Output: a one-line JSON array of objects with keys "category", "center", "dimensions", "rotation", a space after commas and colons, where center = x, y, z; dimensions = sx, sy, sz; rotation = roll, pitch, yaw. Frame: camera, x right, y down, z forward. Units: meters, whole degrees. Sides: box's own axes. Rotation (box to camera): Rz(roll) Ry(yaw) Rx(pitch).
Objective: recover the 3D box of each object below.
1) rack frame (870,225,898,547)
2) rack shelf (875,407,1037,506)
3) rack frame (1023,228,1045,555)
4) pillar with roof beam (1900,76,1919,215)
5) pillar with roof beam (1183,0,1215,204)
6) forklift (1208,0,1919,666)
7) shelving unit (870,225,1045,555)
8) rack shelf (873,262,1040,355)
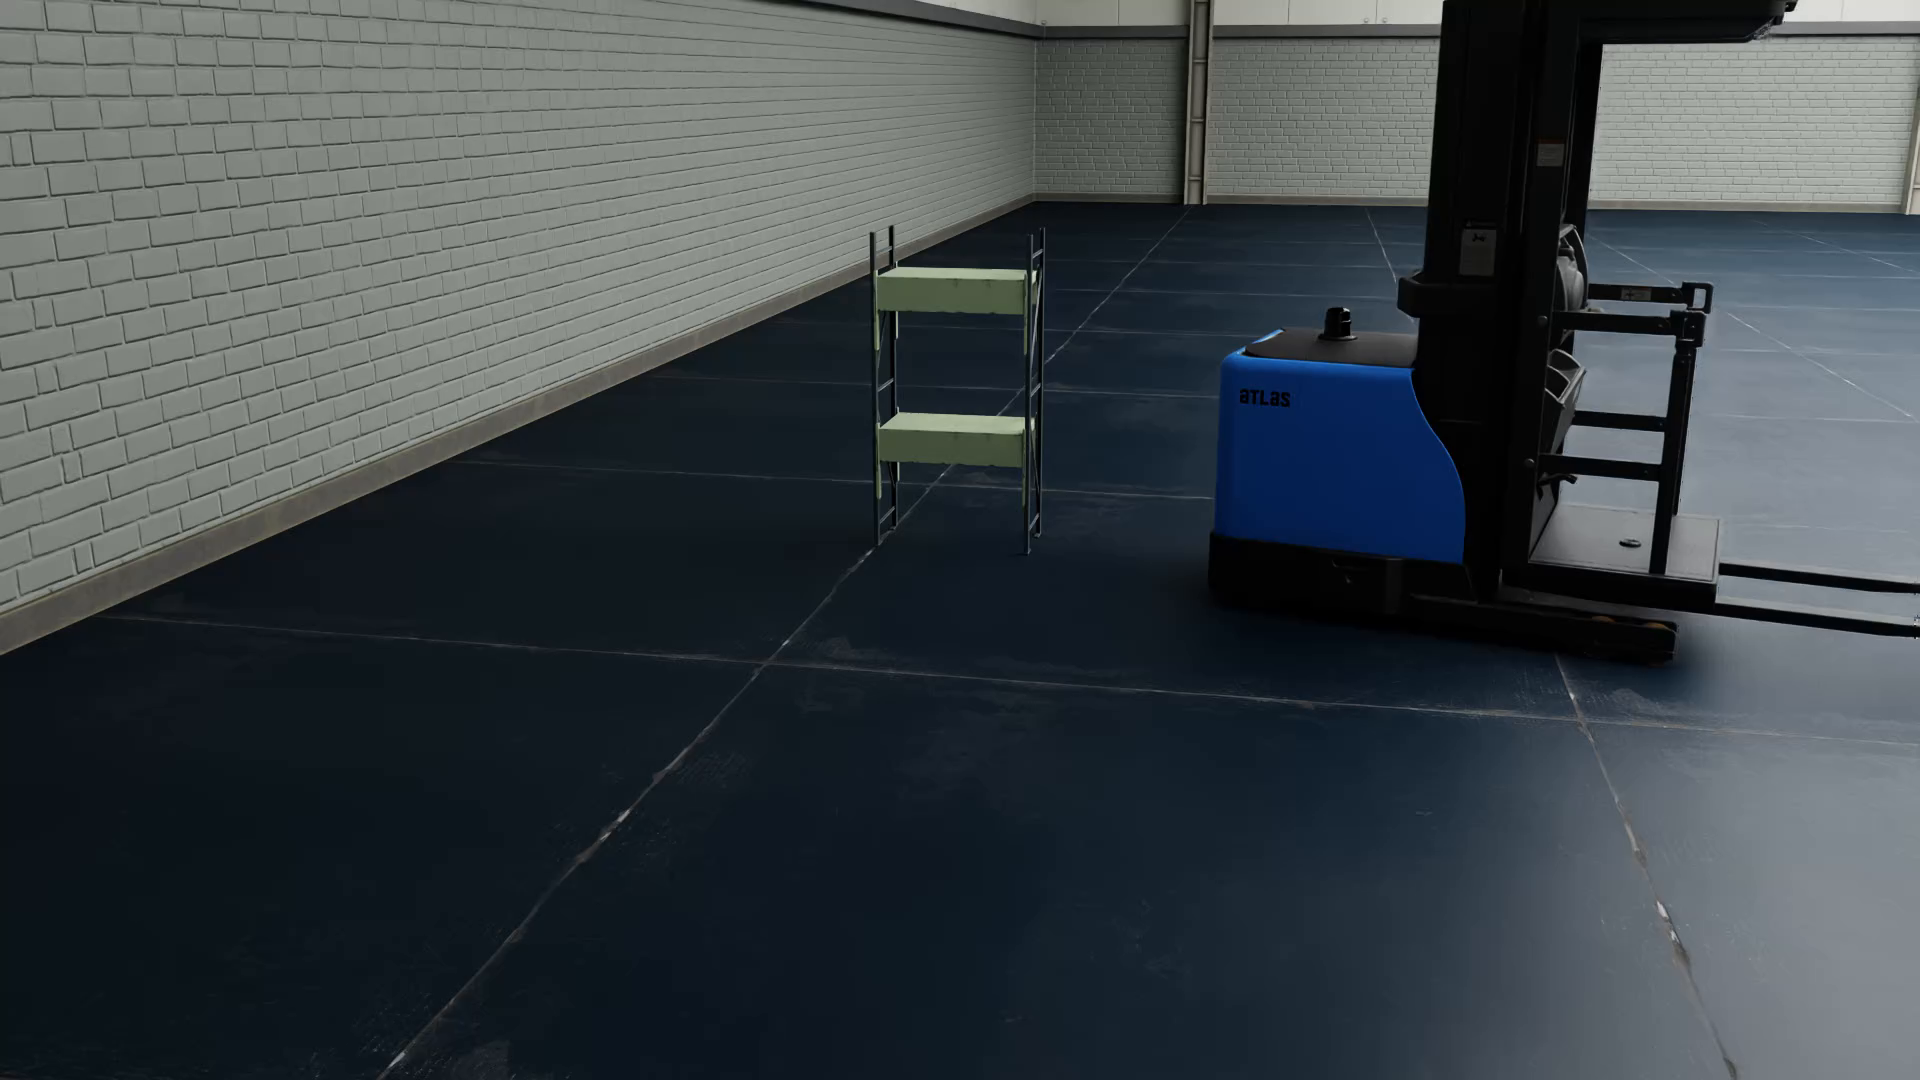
[{"category": "rack frame", "center": [-0.365, -0.743, 8.026], "dimensions": [0.023, 1.500, 0.400], "rotation": [3, 16, 11]}, {"category": "rack shelf", "center": [-0.007, -0.409, 8.043], "dimensions": [0.720, 0.370, 0.431], "rotation": [3, 16, 11]}, {"category": "rack frame", "center": [0.352, -0.704, 7.885], "dimensions": [0.023, 1.500, 0.400], "rotation": [3, 16, 11]}, {"category": "pillar with roof beam", "center": [15.173, -8.683, 22.643], "dimensions": [0.400, 9.000, 9.100], "rotation": [3, 16, 11]}, {"category": "pillar with roof beam", "center": [3.414, -9.321, 24.948], "dimensions": [0.400, 9.000, 9.100], "rotation": [3, 16, 11]}, {"category": "forklift", "center": [2.630, -1.088, 6.592], "dimensions": [3.031, 2.935, 1.130], "rotation": [7, 17, 24]}, {"category": "shelving unit", "center": [-0.007, -0.723, 7.956], "dimensions": [0.755, 1.500, 0.431], "rotation": [3, 16, 11]}, {"category": "rack shelf", "center": [-0.007, -1.099, 7.851], "dimensions": [0.720, 0.370, 0.431], "rotation": [3, 16, 11]}]
